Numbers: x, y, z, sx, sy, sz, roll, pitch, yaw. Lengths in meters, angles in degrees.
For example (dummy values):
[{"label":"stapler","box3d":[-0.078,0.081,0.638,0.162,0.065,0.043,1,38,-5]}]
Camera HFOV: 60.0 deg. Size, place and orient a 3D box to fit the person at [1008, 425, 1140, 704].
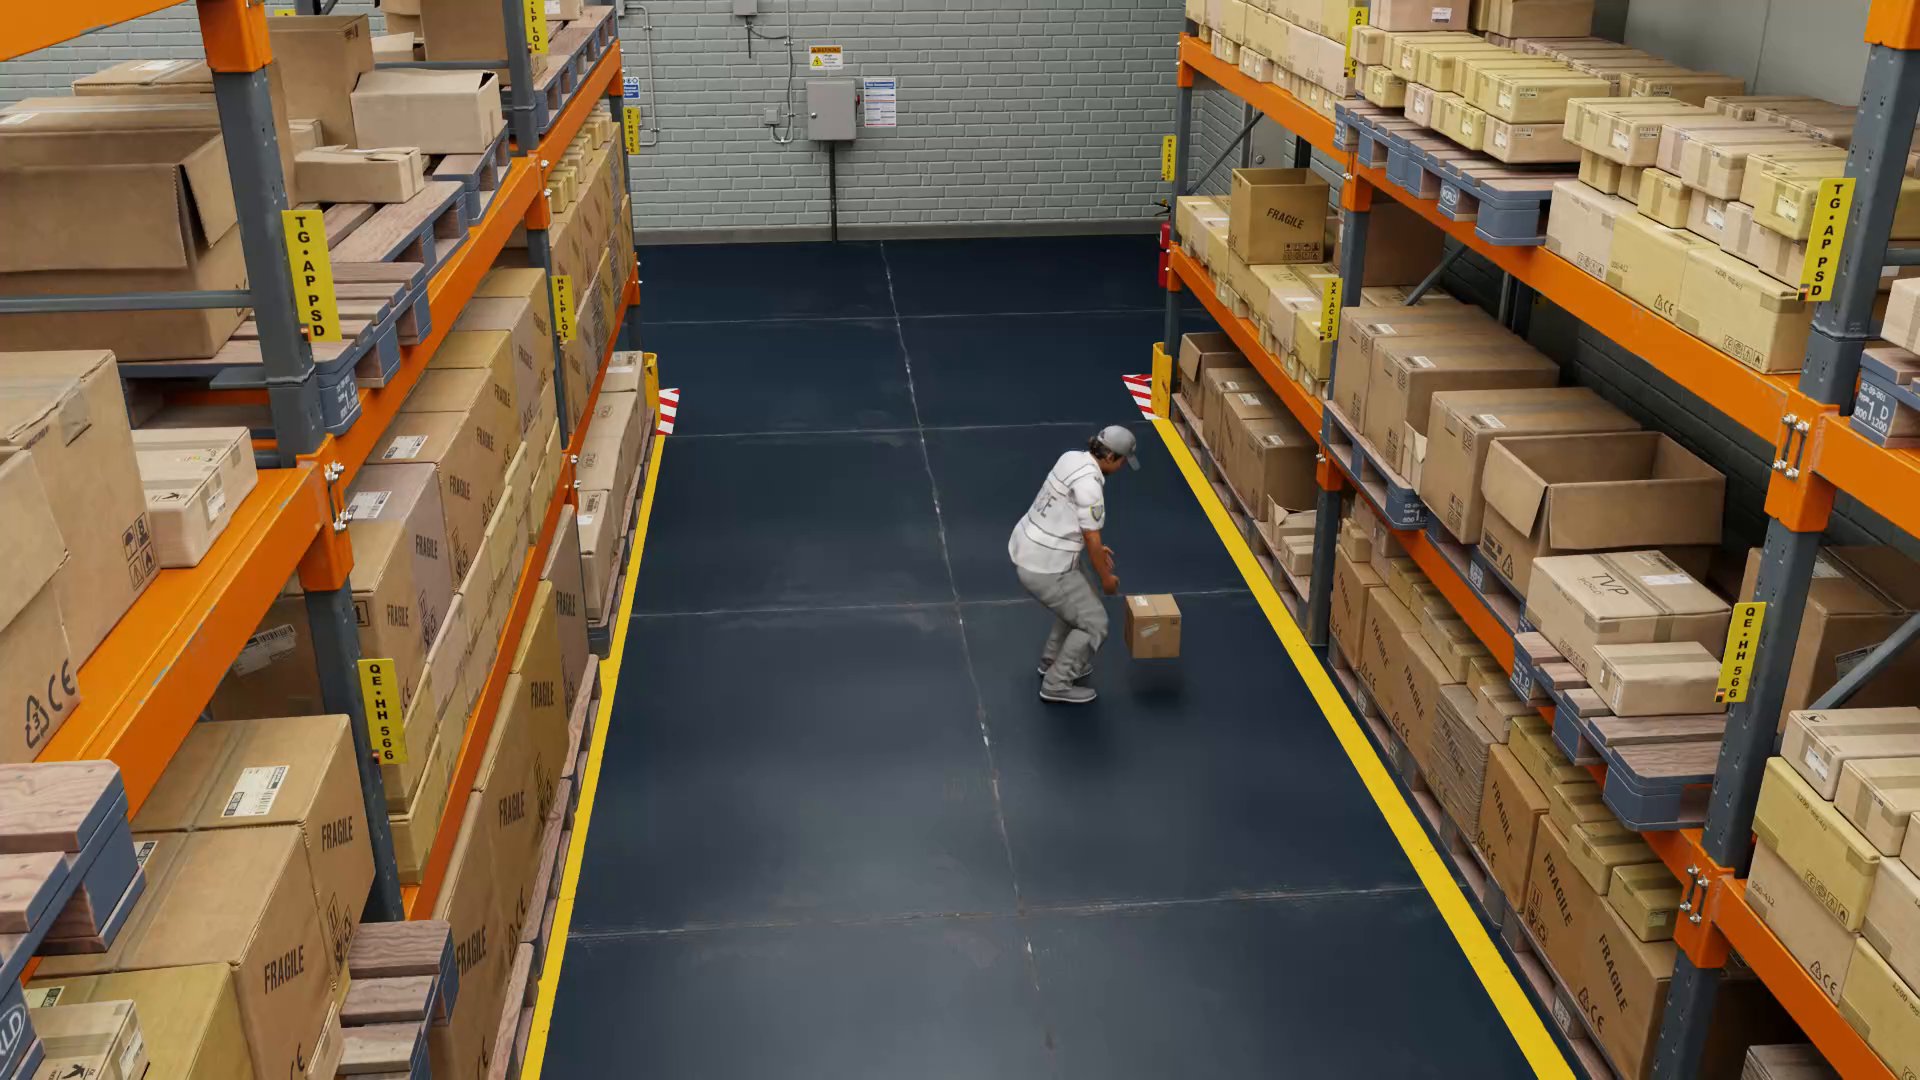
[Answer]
[{"label":"person","box3d":[0.597,0.103,8.637,0.646,1.457,0.530,-2,24,-5]}]
